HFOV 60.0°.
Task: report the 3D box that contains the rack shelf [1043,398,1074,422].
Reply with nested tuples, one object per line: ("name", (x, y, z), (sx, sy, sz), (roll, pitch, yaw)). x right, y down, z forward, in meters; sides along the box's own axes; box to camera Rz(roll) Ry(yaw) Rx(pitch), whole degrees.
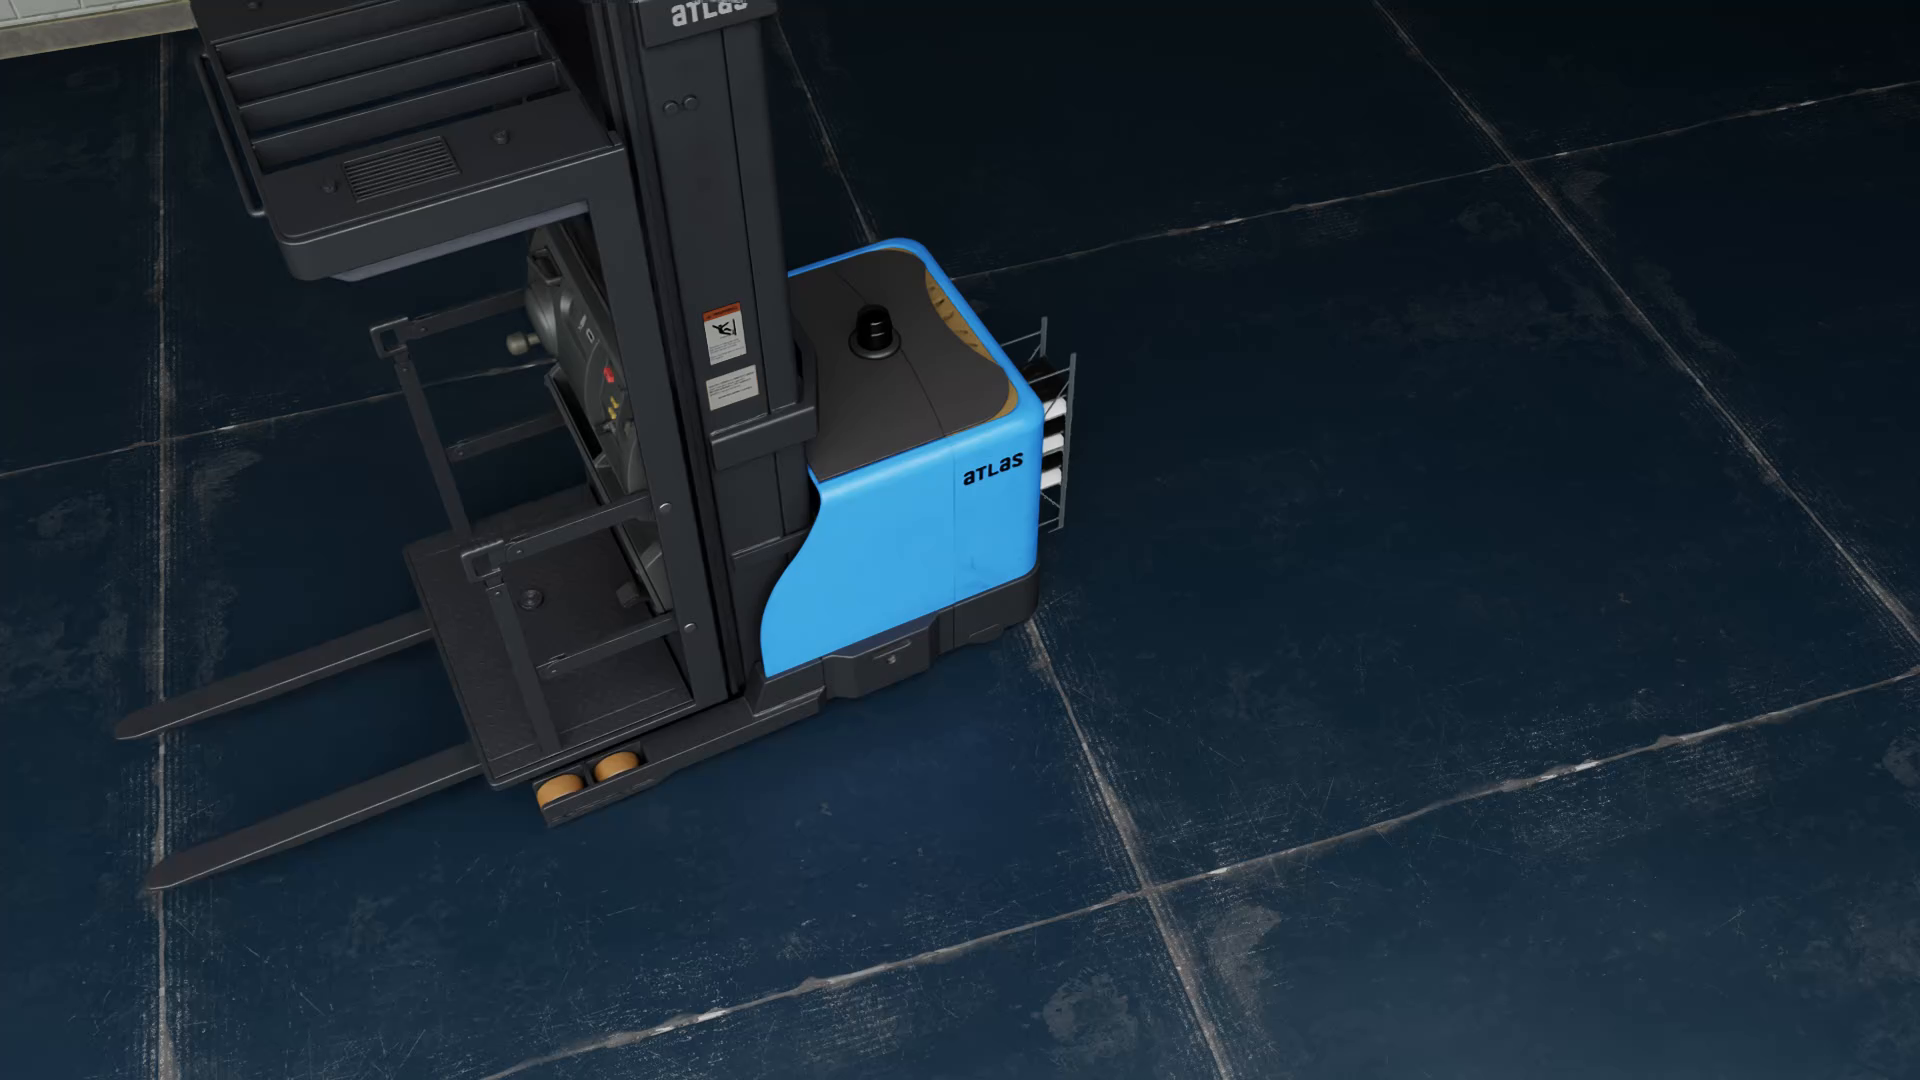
("rack shelf", (0.238, -0.463, 5.860), (0.258, 0.077, 0.200), (-21, 53, -17))

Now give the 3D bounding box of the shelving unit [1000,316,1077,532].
("shelving unit", (0.237, -0.368, 5.972), (0.258, 0.900, 0.210), (-21, 53, -17))

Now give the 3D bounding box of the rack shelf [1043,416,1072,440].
("rack shelf", (0.238, -0.405, 5.928), (0.258, 0.077, 0.200), (-21, 53, -17))

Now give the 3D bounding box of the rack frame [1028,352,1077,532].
("rack frame", (0.283, -0.299, 5.913), (0.240, 0.900, 0.006), (-21, 53, -17))

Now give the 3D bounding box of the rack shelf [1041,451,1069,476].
("rack shelf", (0.237, -0.289, 6.066), (0.258, 0.077, 0.200), (-21, 53, -17))

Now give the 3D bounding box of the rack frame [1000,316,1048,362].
("rack frame", (0.192, -0.438, 6.030), (0.240, 0.900, 0.006), (-21, 53, -17))

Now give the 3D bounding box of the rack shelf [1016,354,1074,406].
("rack shelf", (0.238, -0.521, 5.791), (0.258, 0.077, 0.200), (-21, 53, -17))

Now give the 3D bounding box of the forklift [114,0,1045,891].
("forklift", (-1.270, -0.484, 4.741), (3.031, 2.935, 1.130), (-21, 53, -17))

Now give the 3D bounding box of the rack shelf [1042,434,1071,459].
("rack shelf", (0.237, -0.347, 5.997), (0.258, 0.077, 0.200), (-21, 53, -17))

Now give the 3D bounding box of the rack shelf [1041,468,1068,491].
("rack shelf", (0.237, -0.231, 6.135), (0.258, 0.077, 0.200), (-21, 53, -17))
